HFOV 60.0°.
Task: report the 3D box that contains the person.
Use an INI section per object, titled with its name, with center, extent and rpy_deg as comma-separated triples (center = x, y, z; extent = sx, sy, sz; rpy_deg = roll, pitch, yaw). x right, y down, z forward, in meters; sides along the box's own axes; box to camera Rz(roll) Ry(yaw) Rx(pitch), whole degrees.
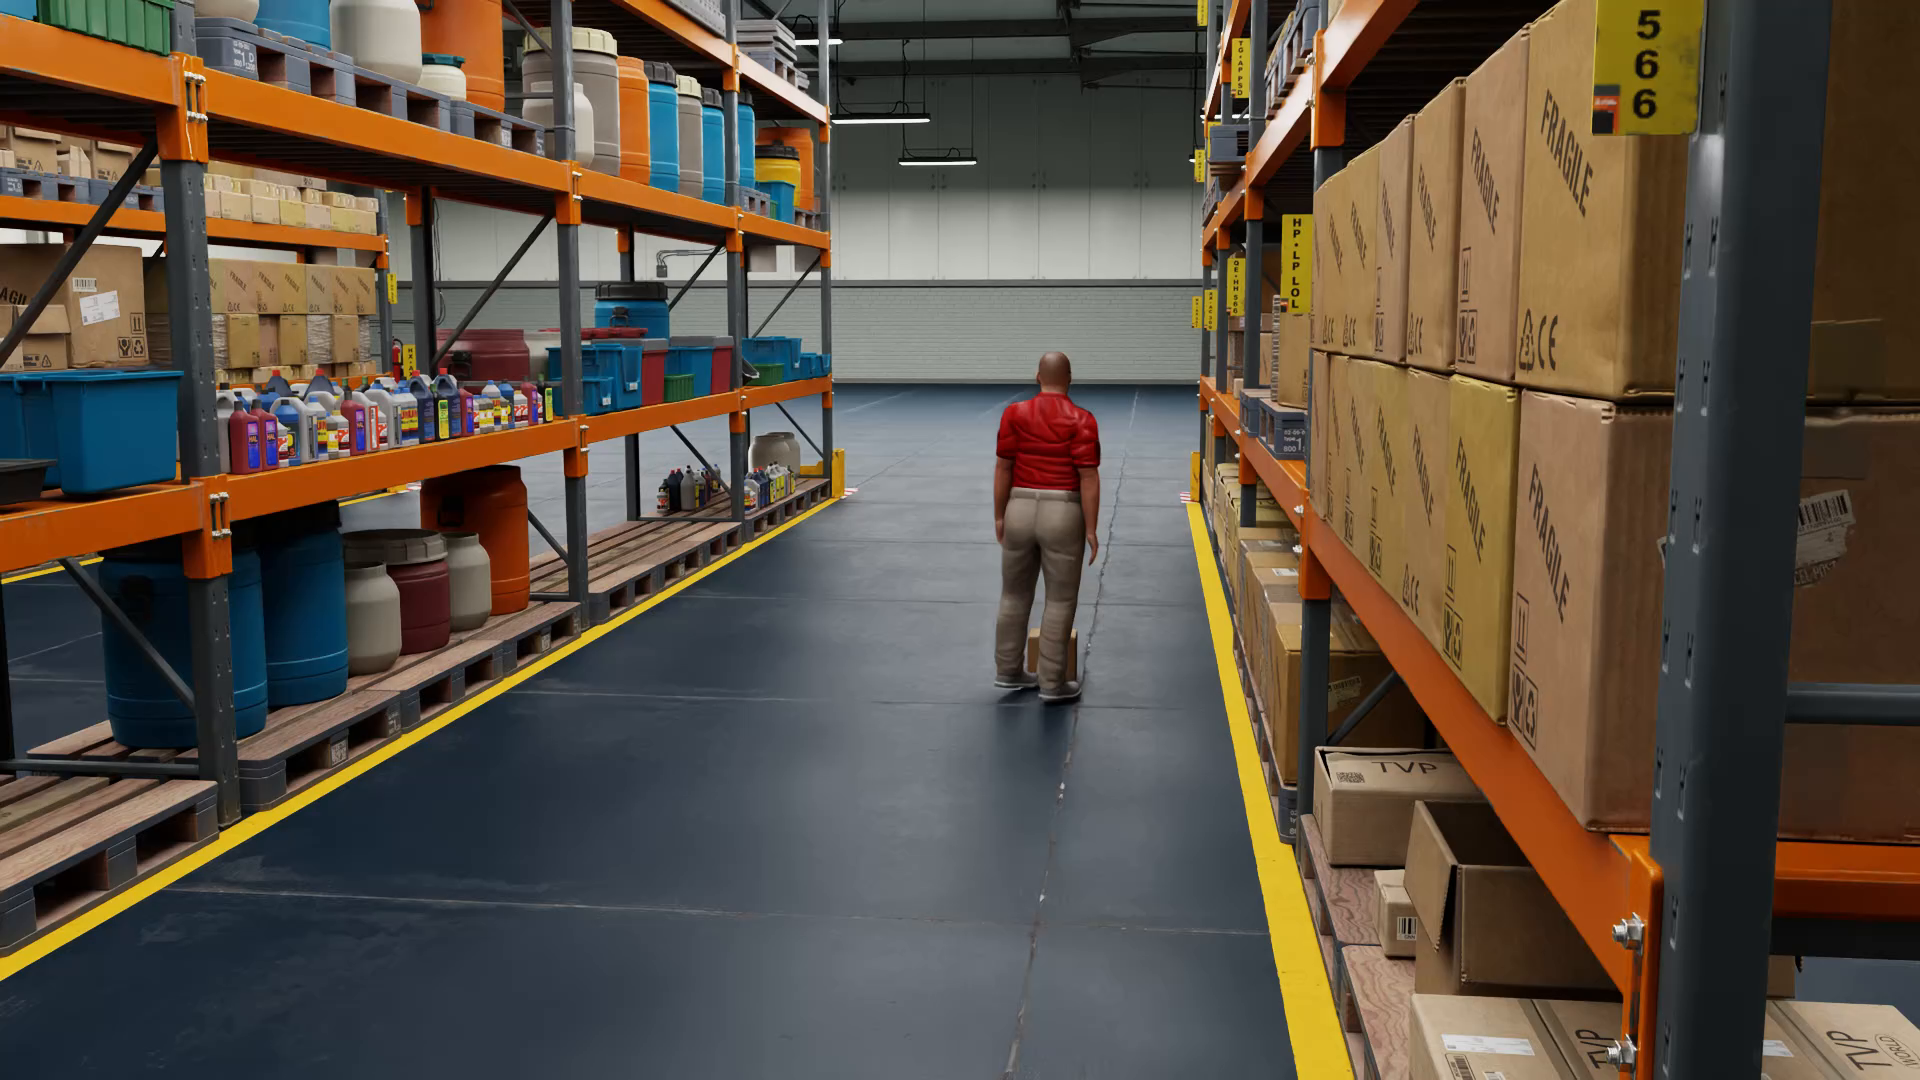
[person]
center = 0.452, -0.071, 8.287
extent = 0.580, 1.737, 0.486
rpy_deg = 3, 8, 22
